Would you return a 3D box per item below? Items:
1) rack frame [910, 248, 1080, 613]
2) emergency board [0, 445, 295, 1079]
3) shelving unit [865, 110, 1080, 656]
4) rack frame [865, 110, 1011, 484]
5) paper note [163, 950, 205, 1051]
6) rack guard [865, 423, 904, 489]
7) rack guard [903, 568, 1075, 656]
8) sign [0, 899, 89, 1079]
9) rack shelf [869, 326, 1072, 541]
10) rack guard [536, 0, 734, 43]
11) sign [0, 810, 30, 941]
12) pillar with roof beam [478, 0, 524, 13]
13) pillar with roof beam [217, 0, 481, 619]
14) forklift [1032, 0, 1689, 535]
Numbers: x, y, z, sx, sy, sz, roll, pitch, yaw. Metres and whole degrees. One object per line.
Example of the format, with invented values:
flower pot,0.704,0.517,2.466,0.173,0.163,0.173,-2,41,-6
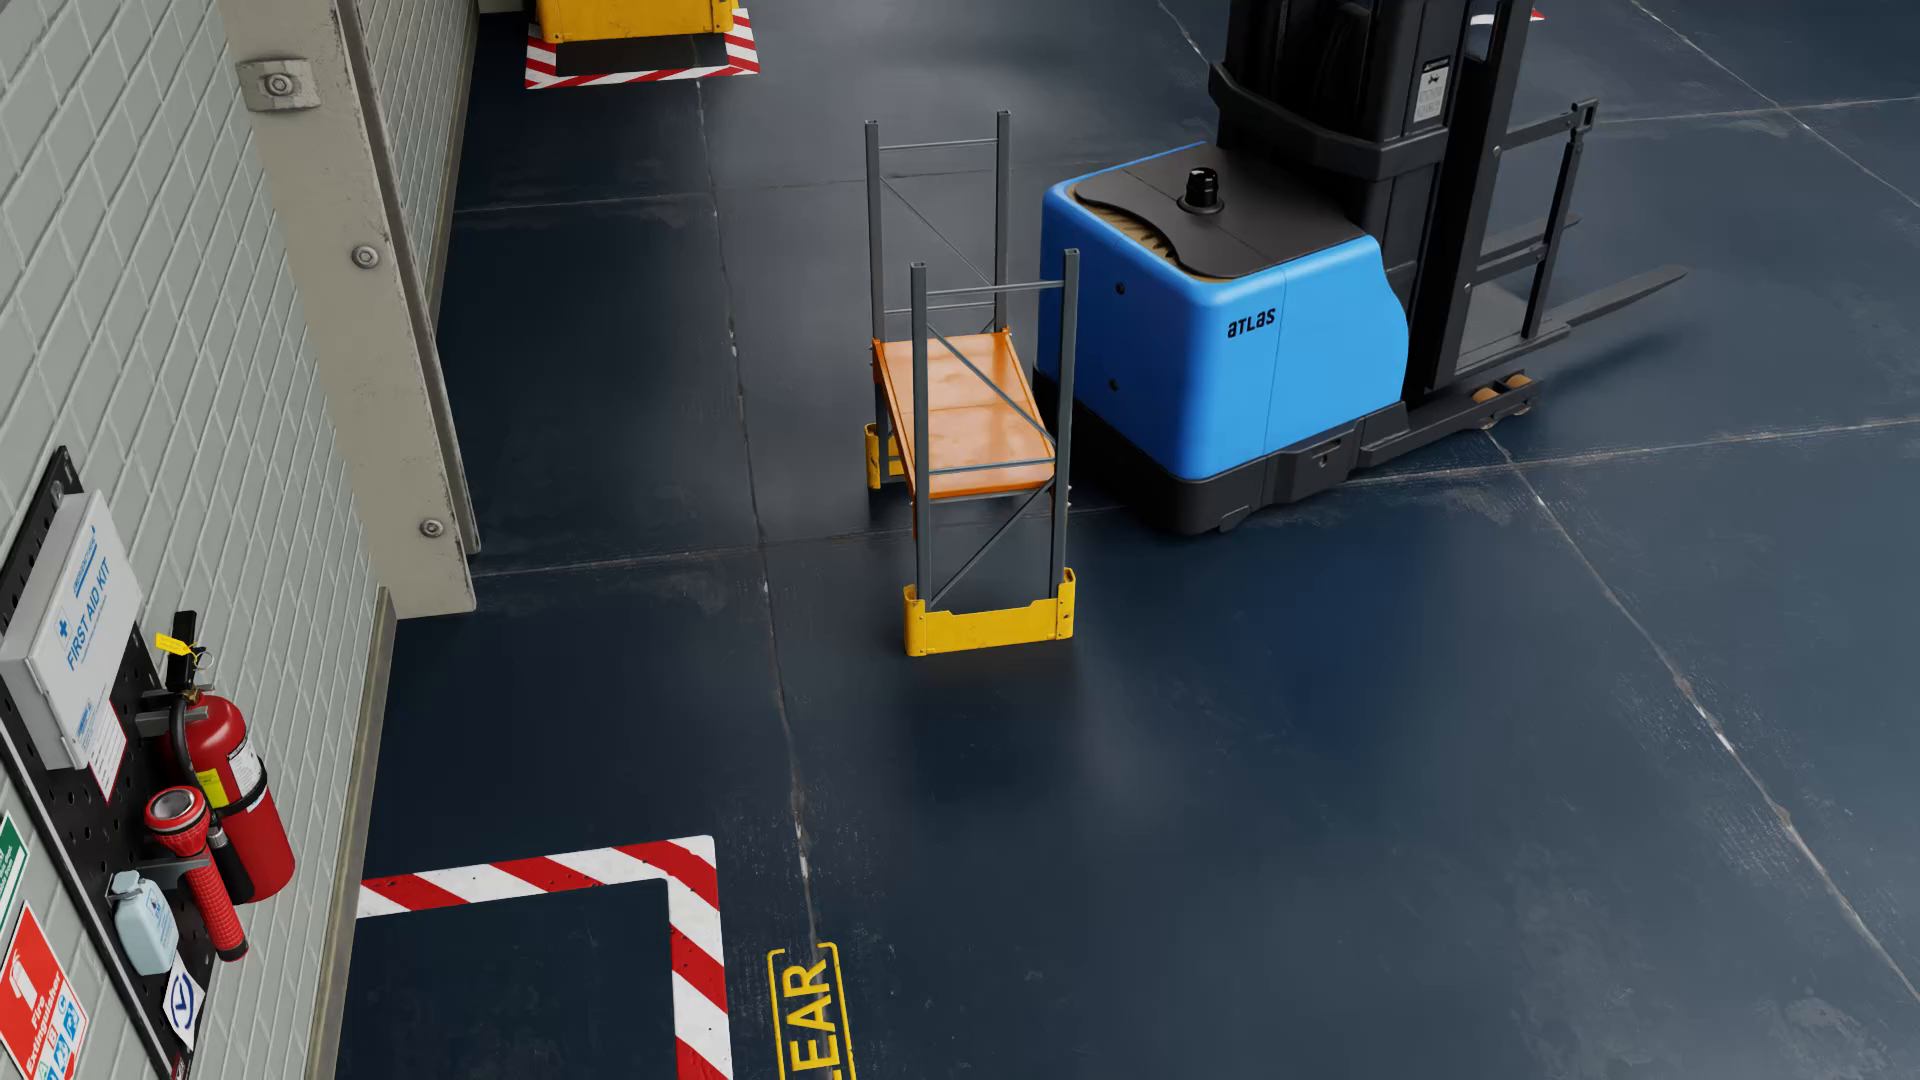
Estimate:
rack frame,0.104,-0.234,5.328,0.500,1.500,0.032,-6,38,-8
emergency board,-1.518,0.460,3.212,0.194,1.169,0.643,-6,38,-8
shelving unit,0.013,-0.546,5.731,0.587,1.500,1.083,-6,38,-8
rack frame,-0.074,-0.848,6.119,0.500,1.500,0.032,-6,38,-8
paper note,-1.555,0.923,3.336,0.016,0.148,0.142,-6,38,-8
rack guard,-0.074,-0.353,6.501,0.587,0.250,0.087,-6,38,-8
rack guard,0.101,0.248,5.727,0.587,0.250,0.087,-6,38,-8
sign,-1.523,0.791,2.757,0.001,0.329,0.234,-6,38,-8
rack shelf,0.015,-0.399,5.834,0.538,0.185,1.000,-6,38,-8
rack guard,-2.005,-3.389,10.205,1.175,0.500,0.348,-6,38,-8
sign,-1.515,0.578,2.600,0.001,0.109,0.331,-6,38,-8
pillar with roof beam,1.273,-7.493,8.559,9.100,9.000,0.400,-6,38,-8
pillar with roof beam,2.324,-3.868,3.895,9.100,9.000,0.400,-6,38,-8
forklift,1.811,-1.865,6.262,3.031,2.935,1.130,-21,43,-25
